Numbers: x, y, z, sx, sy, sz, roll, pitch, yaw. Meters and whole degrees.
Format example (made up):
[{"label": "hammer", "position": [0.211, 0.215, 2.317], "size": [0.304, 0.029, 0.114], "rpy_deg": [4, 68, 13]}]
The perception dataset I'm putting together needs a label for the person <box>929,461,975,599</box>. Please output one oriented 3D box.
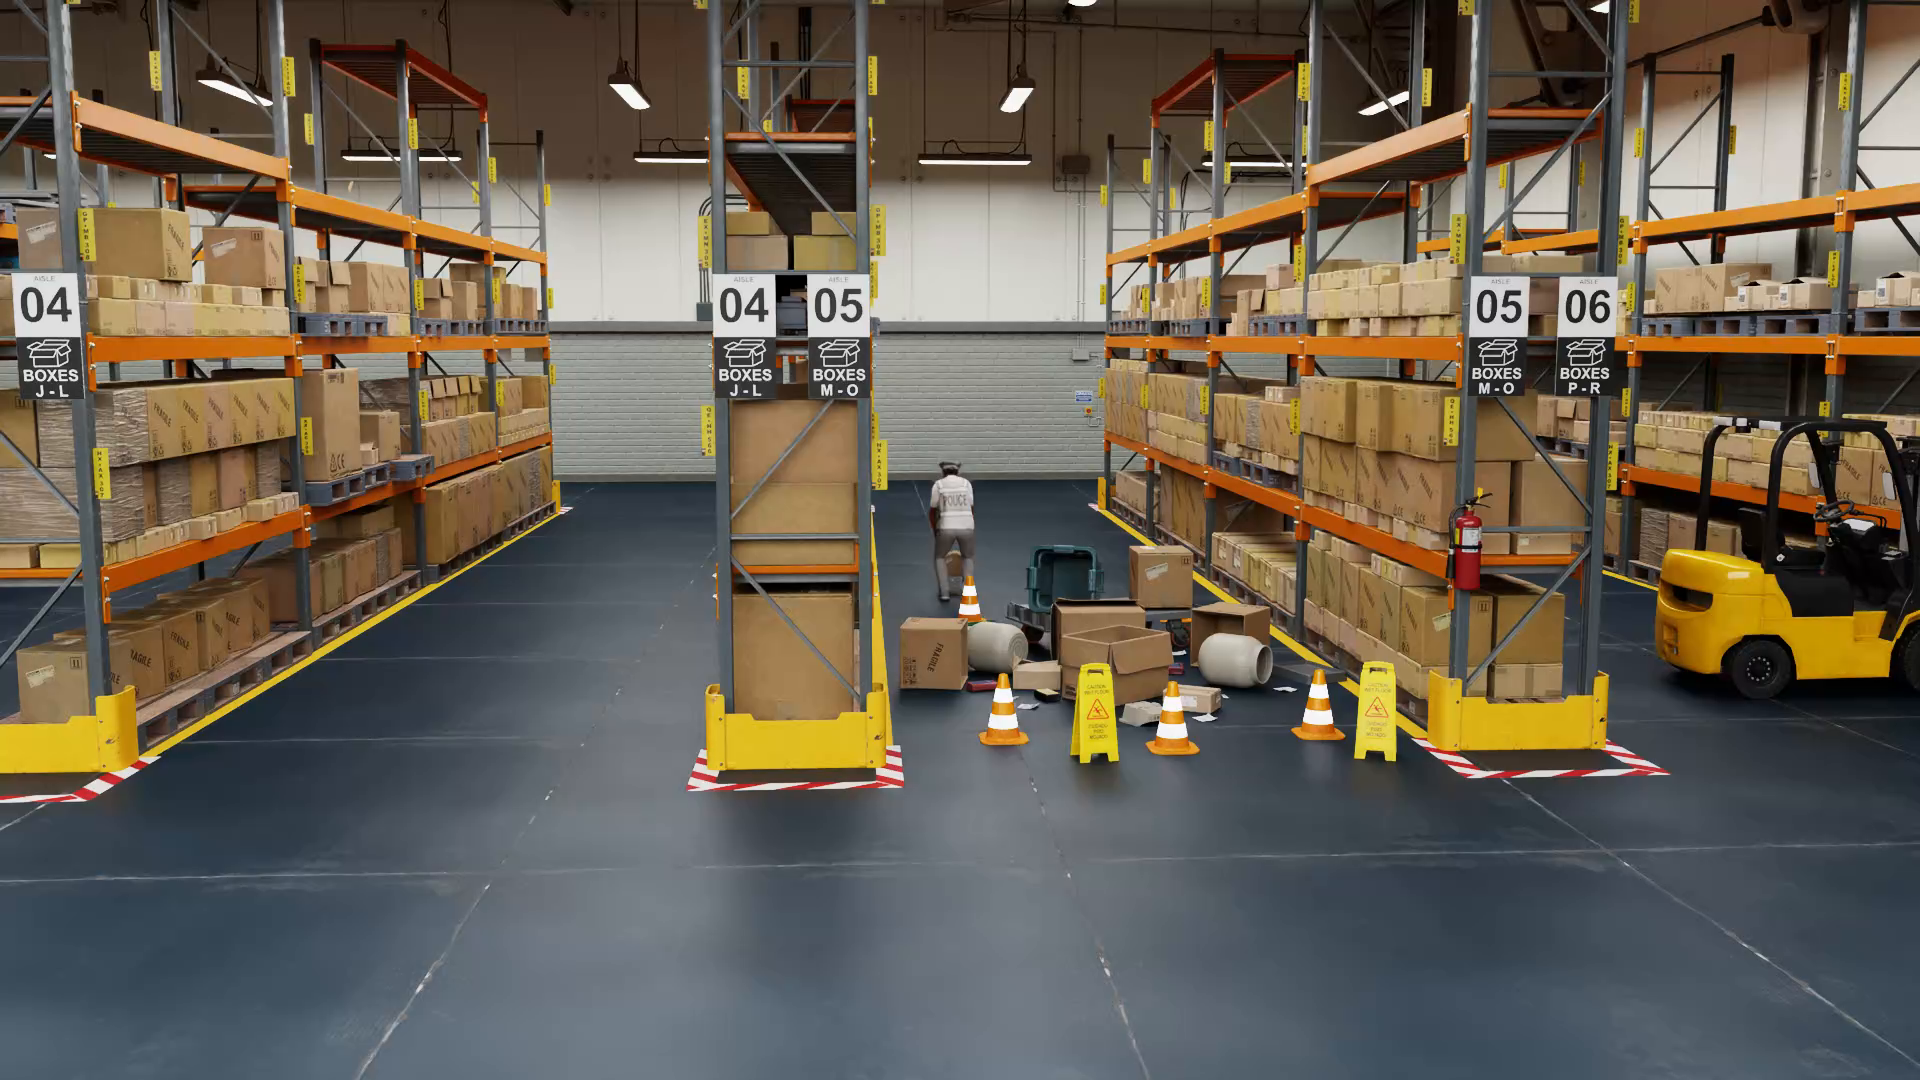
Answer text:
[{"label": "person", "position": [-0.088, -0.098, 17.839], "size": [0.490, 1.487, 0.628], "rpy_deg": [0, 7, -4]}]
